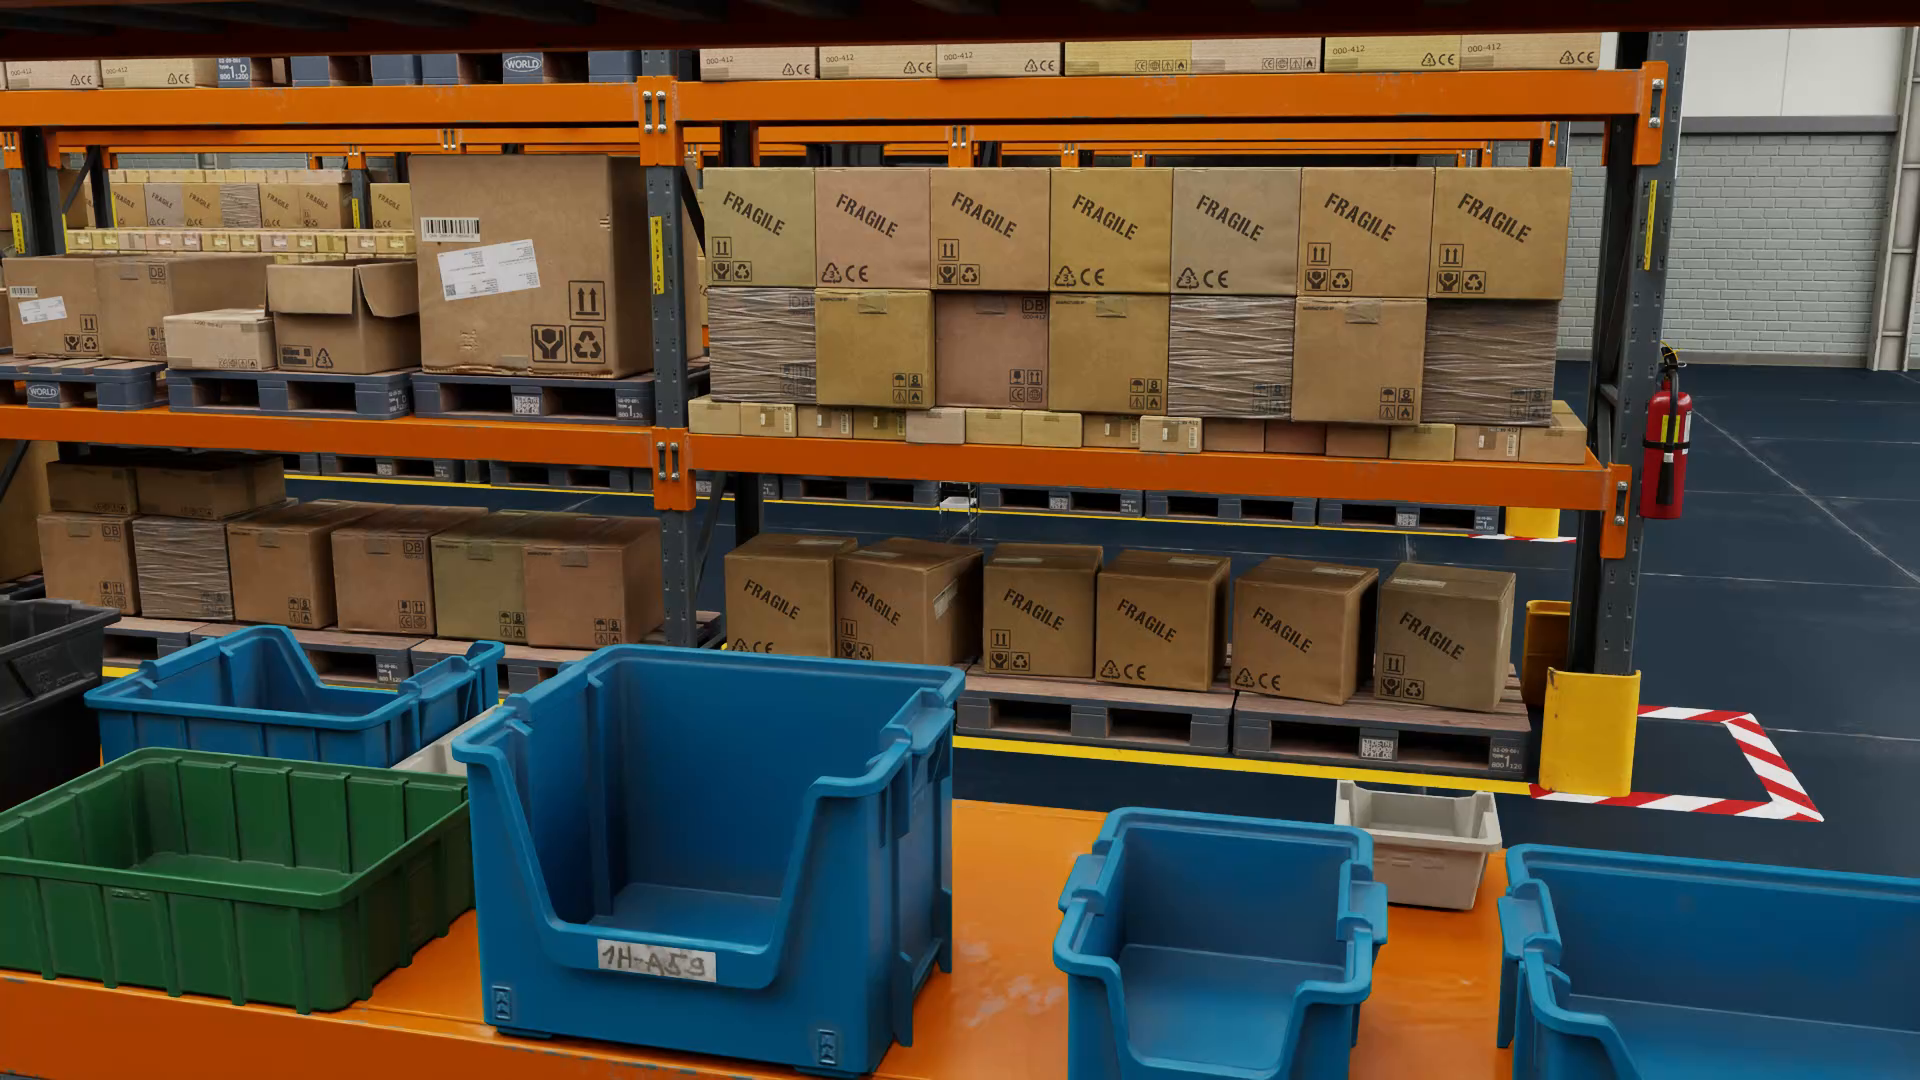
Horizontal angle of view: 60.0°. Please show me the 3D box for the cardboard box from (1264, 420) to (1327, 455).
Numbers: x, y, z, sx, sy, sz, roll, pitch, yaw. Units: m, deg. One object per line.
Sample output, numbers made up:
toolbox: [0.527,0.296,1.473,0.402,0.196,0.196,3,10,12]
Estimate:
cardboard box: [1.419,-0.466,6.991,0.250,0.149,0.380,3,13,14]

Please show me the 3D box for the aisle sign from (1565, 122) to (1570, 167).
aisle sign: [3.998,-2.805,10.948,0.004,0.787,0.394,3,13,14]

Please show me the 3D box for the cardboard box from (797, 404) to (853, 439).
cardboard box: [-0.543,-0.552,7.377,0.250,0.149,0.380,3,13,14]

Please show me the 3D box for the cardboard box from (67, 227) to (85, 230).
cardboard box: [-8.070,-2.498,14.649,0.500,0.500,0.500,3,13,13]

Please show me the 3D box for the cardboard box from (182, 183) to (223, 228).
cardboard box: [-8.558,-3.855,19.144,0.500,0.500,0.500,3,13,14]

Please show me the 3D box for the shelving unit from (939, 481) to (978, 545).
shelving unit: [-0.008,-0.440,11.138,0.210,0.900,0.258,3,13,14]

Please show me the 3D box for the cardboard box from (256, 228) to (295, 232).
cardboard box: [-5.686,-2.537,13.979,0.250,0.149,0.380,3,13,13]

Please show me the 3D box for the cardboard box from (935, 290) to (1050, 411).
cardboard box: [0.240,-0.892,7.410,0.500,0.500,0.875,3,13,14]

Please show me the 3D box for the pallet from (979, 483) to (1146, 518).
pallet: [0.837,-0.393,12.516,1.213,0.211,1.003,3,13,14]

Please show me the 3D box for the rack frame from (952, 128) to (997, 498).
rack frame: [0.117,-1.810,12.466,0.127,3.000,1.000,3,13,14]

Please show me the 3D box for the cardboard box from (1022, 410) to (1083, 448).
cardboard box: [0.427,-0.500,7.142,0.250,0.149,0.380,3,13,14]

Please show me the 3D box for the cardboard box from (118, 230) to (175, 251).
cardboard box: [-6.615,-2.440,13.544,0.250,0.149,0.380,3,13,13]

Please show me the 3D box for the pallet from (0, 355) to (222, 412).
pallet: [-4.335,-0.871,8.679,1.003,0.211,1.213,3,13,14]

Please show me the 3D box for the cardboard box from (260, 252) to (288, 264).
cardboard box: [-5.354,-2.228,13.275,0.250,0.149,0.380,3,13,13]

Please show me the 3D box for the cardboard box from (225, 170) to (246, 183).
cardboard box: [-8.163,-4.154,18.993,0.250,0.149,0.380,3,13,12]

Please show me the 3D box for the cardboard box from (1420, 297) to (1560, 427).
cardboard box: [2.187,-0.793,6.965,0.500,0.500,0.875,3,13,14]

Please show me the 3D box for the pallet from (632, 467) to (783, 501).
pallet: [-1.838,-0.536,13.161,1.213,0.211,1.003,3,13,14]

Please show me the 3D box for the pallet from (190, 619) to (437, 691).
pallet: [-3.113,0.486,8.555,1.213,0.211,1.003,3,13,14]

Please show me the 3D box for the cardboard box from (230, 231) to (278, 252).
cardboard box: [-5.607,-2.387,13.304,0.250,0.149,0.380,4,13,16]

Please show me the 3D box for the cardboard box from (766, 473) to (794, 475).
cardboard box: [-1.442,-0.981,12.953,0.750,0.750,1.050,3,13,14]

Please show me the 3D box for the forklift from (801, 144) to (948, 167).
forklift: [-0.571,-2.392,15.248,3.031,2.935,1.130,-7,14,-30]

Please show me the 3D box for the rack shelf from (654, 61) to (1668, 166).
rack shelf: [0.773,-1.782,7.074,4.000,0.370,1.077,3,13,14]

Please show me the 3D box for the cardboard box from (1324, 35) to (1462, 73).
cardboard box: [1.700,-1.953,6.530,0.500,0.250,0.500,3,13,14]

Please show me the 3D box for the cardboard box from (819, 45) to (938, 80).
cardboard box: [-0.279,-2.060,7.013,0.500,0.250,0.500,3,13,13]

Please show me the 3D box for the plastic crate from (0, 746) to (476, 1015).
plastic crate: [-1.105,0.503,2.532,0.662,0.188,0.450,3,13,14]

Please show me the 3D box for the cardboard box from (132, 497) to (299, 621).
cardboard box: [-3.856,0.083,8.692,0.500,0.500,0.700,2,13,9]

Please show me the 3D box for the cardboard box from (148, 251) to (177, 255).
cardboard box: [-6.360,-2.282,13.519,0.250,0.149,0.380,4,13,16]

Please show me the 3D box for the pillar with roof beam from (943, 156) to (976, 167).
pillar with roof beam: [-1.042,-6.253,18.642,0.400,9.000,9.100,3,13,14]

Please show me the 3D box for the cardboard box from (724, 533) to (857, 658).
cardboard box: [-0.790,0.272,7.882,0.500,0.500,0.500,3,13,12]

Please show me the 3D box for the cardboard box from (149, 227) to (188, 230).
cardboard box: [-6.702,-2.590,14.221,0.250,0.149,0.380,3,13,12]

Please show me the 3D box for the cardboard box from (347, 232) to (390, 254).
cardboard box: [-4.595,-2.333,13.060,0.250,0.149,0.380,3,13,13]

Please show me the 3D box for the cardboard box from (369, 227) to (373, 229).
cardboard box: [-6.955,-3.399,19.400,0.500,0.500,0.500,4,13,15]

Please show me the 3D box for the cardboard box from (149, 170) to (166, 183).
cardboard box: [-9.143,-4.207,19.234,0.250,0.149,0.380,3,13,14]

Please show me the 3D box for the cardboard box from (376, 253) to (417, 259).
cardboard box: [-4.355,-2.175,13.035,0.250,0.149,0.380,3,13,15]

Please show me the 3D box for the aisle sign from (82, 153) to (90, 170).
aisle sign: [-10.441,-4.817,20.017,0.004,0.787,0.394,3,13,14]

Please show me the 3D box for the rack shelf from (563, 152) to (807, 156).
rack shelf: [-3.434,-5.325,23.044,4.000,0.370,1.077,3,13,14]

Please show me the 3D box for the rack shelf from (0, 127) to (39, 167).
rack shelf: [-6.994,-2.197,8.945,4.000,0.370,1.077,3,13,14]

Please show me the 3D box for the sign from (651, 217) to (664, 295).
sign: [-1.299,-1.220,7.136,0.005,0.325,0.100,3,13,14]

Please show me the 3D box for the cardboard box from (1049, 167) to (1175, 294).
cardboard box: [0.666,-1.302,6.952,0.500,0.500,0.500,3,13,14]

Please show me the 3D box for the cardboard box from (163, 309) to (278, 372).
cardboard box: [-3.480,-0.976,8.085,0.500,0.250,0.500,3,13,12]

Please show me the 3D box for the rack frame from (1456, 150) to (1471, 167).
rack frame: [6.274,-3.692,20.951,0.127,3.000,1.000,3,13,14]

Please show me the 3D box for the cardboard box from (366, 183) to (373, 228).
cardboard box: [-6.966,-3.884,19.275,0.500,0.500,0.500,3,13,14]

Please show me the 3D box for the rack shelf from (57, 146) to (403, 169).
rack shelf: [-8.503,-4.488,19.274,4.000,0.370,1.077,3,13,14]

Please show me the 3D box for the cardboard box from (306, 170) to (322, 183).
cardboard box: [-7.167,-4.110,18.798,0.250,0.149,0.380,3,13,15]

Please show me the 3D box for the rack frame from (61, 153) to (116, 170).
rack frame: [-10.445,-3.479,19.988,0.127,3.000,1.000,3,13,14]

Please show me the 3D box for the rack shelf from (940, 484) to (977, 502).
rack shelf: [-0.008,-0.319,11.165,0.200,0.077,0.258,3,13,14]

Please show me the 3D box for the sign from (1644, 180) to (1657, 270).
sign: [2.562,-1.168,6.172,0.005,0.325,0.100,3,13,14]

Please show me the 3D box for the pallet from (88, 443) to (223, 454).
pallet: [-6.893,-0.824,14.459,1.213,0.211,1.003,3,13,14]

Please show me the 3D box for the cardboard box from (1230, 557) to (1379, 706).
cardboard box: [1.524,0.391,7.347,0.500,0.500,0.500,7,14,28]

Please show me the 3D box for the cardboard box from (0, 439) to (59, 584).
cardboard box: [-5.718,-0.188,9.090,0.875,0.875,1.225,2,13,11]

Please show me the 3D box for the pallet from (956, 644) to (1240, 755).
pallet: [0.680,0.680,7.684,1.213,0.211,1.003,3,13,14]

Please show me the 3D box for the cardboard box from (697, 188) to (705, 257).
cardboard box: [-1.846,-2.450,12.814,0.500,0.500,0.700,3,13,13]

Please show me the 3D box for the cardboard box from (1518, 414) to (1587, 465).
cardboard box: [2.388,-0.413,6.751,0.250,0.149,0.380,3,13,14]

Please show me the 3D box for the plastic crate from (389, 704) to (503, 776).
plastic crate: [-0.719,0.429,2.983,0.437,0.136,0.530,3,13,14]

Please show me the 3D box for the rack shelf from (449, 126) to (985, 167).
rack shelf: [-1.824,-3.027,12.687,4.000,0.370,1.077,3,13,14]

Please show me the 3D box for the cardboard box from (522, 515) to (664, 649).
cardboard box: [-1.760,0.197,8.176,0.500,0.500,0.700,2,13,9]

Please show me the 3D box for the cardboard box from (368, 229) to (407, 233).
cardboard box: [-4.667,-2.482,13.733,0.250,0.149,0.380,3,13,13]

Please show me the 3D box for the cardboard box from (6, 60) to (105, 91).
cardboard box: [-4.159,-2.266,7.944,0.500,0.250,0.500,3,13,15]
